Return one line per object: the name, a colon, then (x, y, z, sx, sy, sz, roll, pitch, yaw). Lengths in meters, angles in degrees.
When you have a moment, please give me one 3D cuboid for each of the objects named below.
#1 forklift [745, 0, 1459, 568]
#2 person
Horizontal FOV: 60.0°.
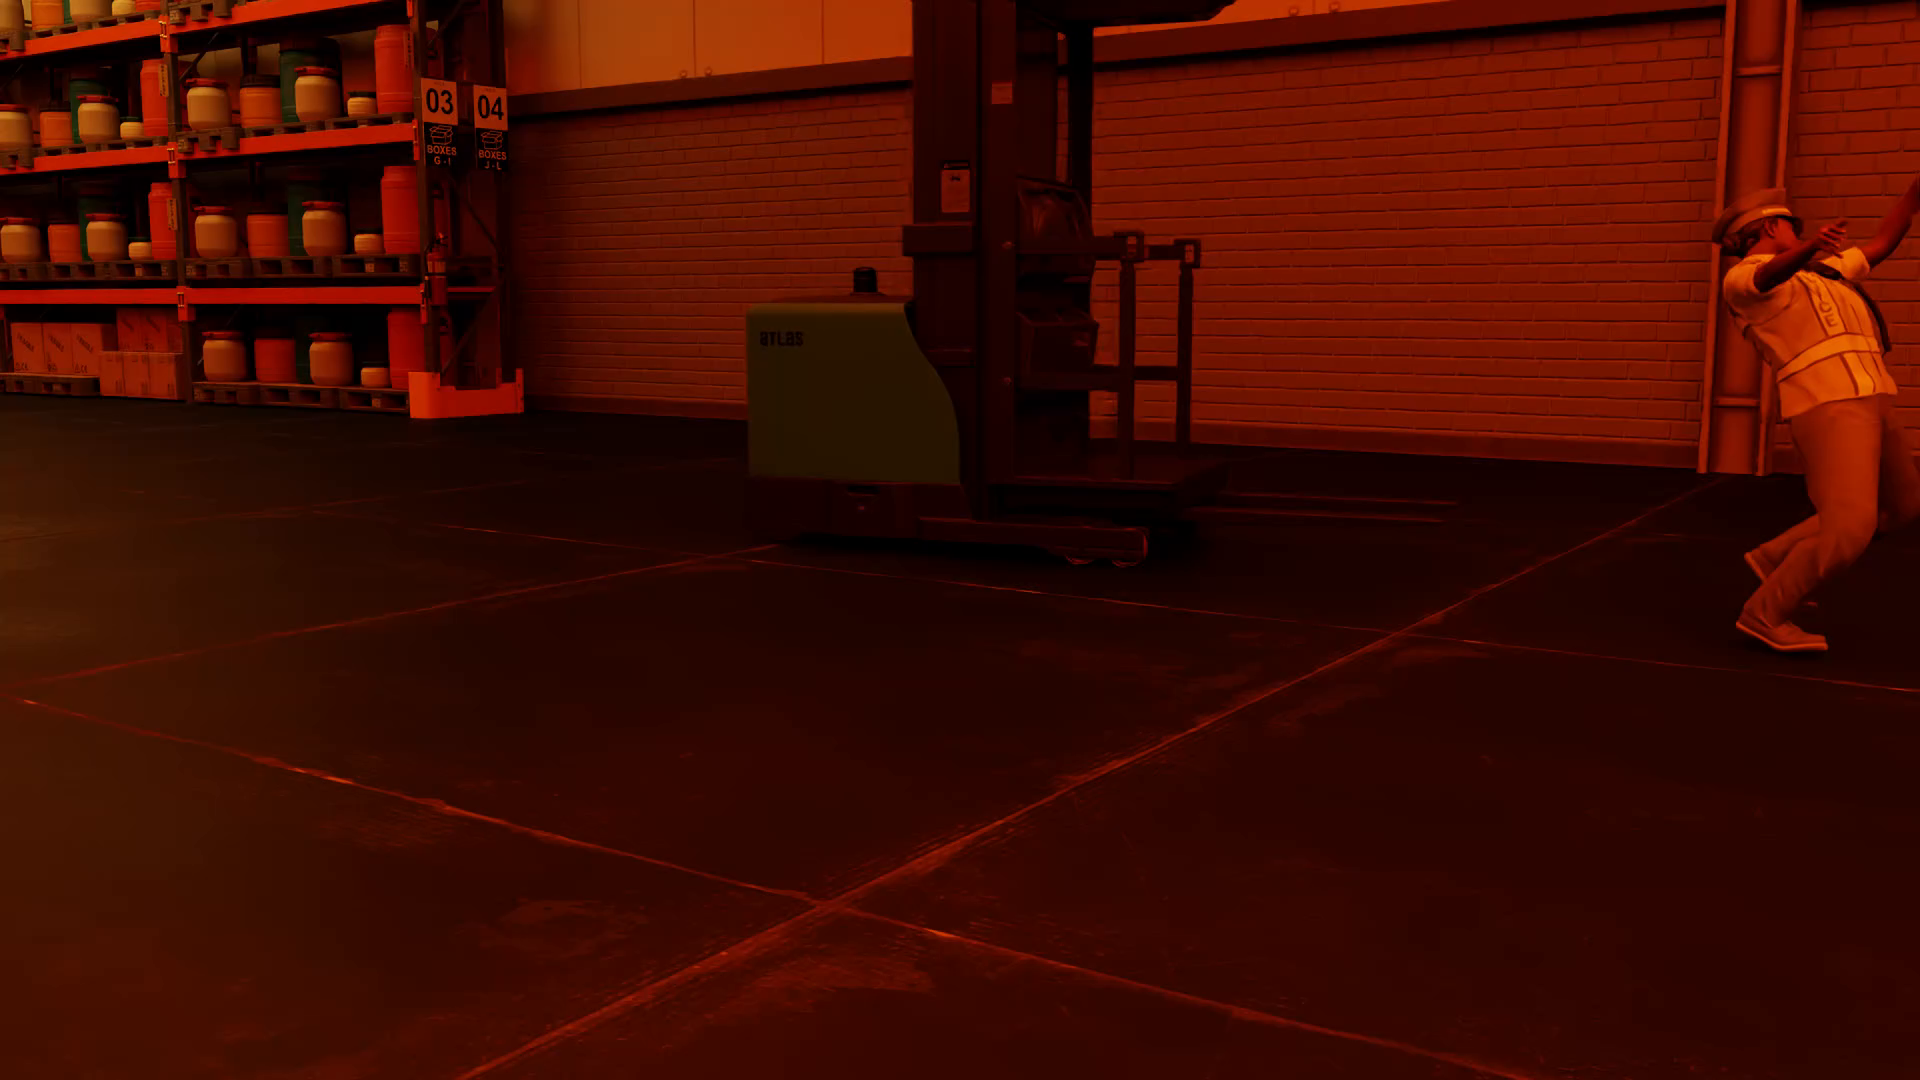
forklift: (0.605, -1.421, 7.183, 3.031, 2.935, 1.130, 3, 9, 21)
person: (2.553, -0.434, 5.098, 0.701, 1.553, 0.993, 7, 11, 40)
